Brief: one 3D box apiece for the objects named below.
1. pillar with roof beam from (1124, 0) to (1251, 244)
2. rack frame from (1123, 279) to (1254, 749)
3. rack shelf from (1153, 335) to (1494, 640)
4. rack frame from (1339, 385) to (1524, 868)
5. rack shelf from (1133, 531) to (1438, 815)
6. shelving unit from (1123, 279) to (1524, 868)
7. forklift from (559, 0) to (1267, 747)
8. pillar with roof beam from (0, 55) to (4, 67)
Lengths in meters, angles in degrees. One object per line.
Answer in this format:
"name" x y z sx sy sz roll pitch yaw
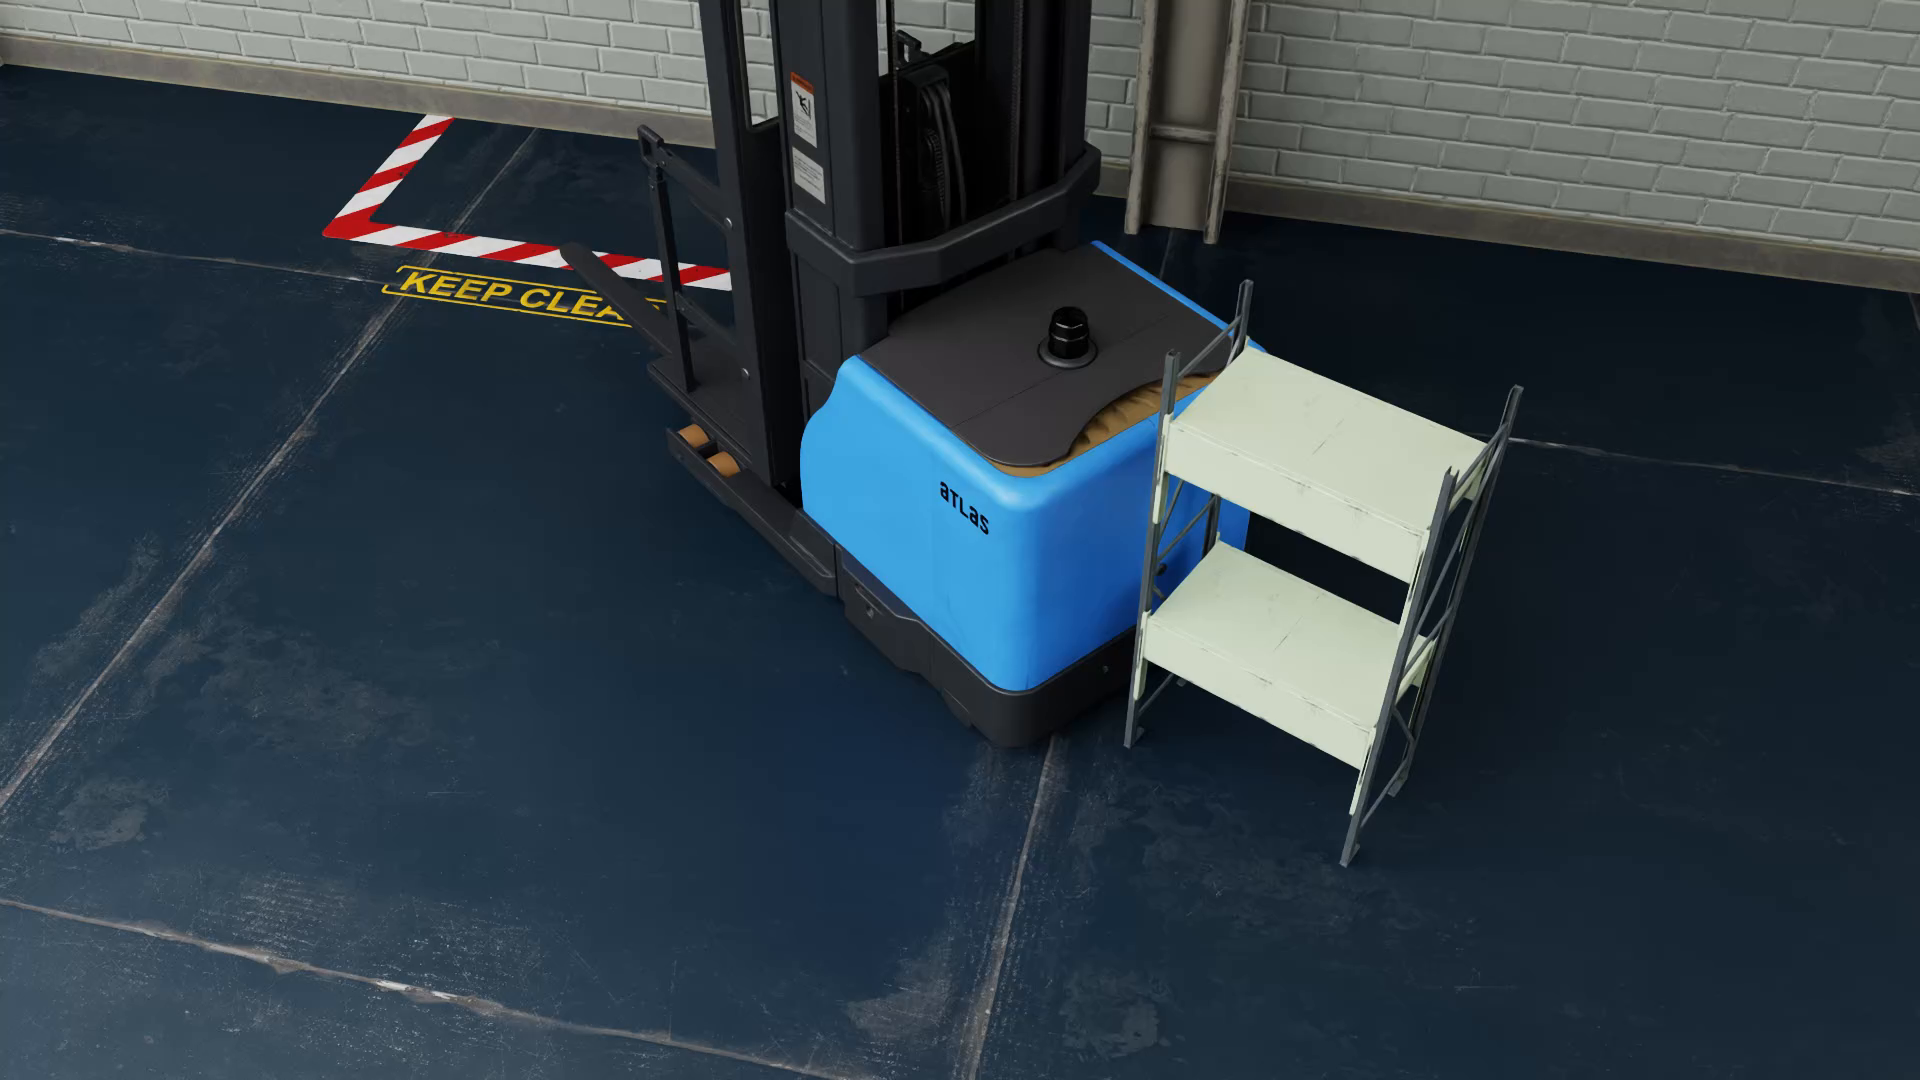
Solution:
"pillar with roof beam" -0.011 -1.716 1.044 0.400 9.000 9.100 9 45 9
"rack frame" 0.629 -0.017 4.686 0.023 1.500 0.400 27 50 25
"rack shelf" 0.923 -0.147 4.259 0.720 0.370 0.431 27 50 25
"rack frame" 1.218 0.284 4.373 0.023 1.500 0.400 27 50 25
"rack shelf" 0.923 0.369 4.756 0.720 0.370 0.431 27 50 25
"shelving unit" 0.923 0.134 4.530 0.755 1.500 0.431 27 50 25
"forklift" -0.396 -1.396 5.087 1.130 2.935 3.031 -29 51 -27
"pillar with roof beam" -5.866 -2.625 1.988 0.400 9.000 9.100 9 45 9
